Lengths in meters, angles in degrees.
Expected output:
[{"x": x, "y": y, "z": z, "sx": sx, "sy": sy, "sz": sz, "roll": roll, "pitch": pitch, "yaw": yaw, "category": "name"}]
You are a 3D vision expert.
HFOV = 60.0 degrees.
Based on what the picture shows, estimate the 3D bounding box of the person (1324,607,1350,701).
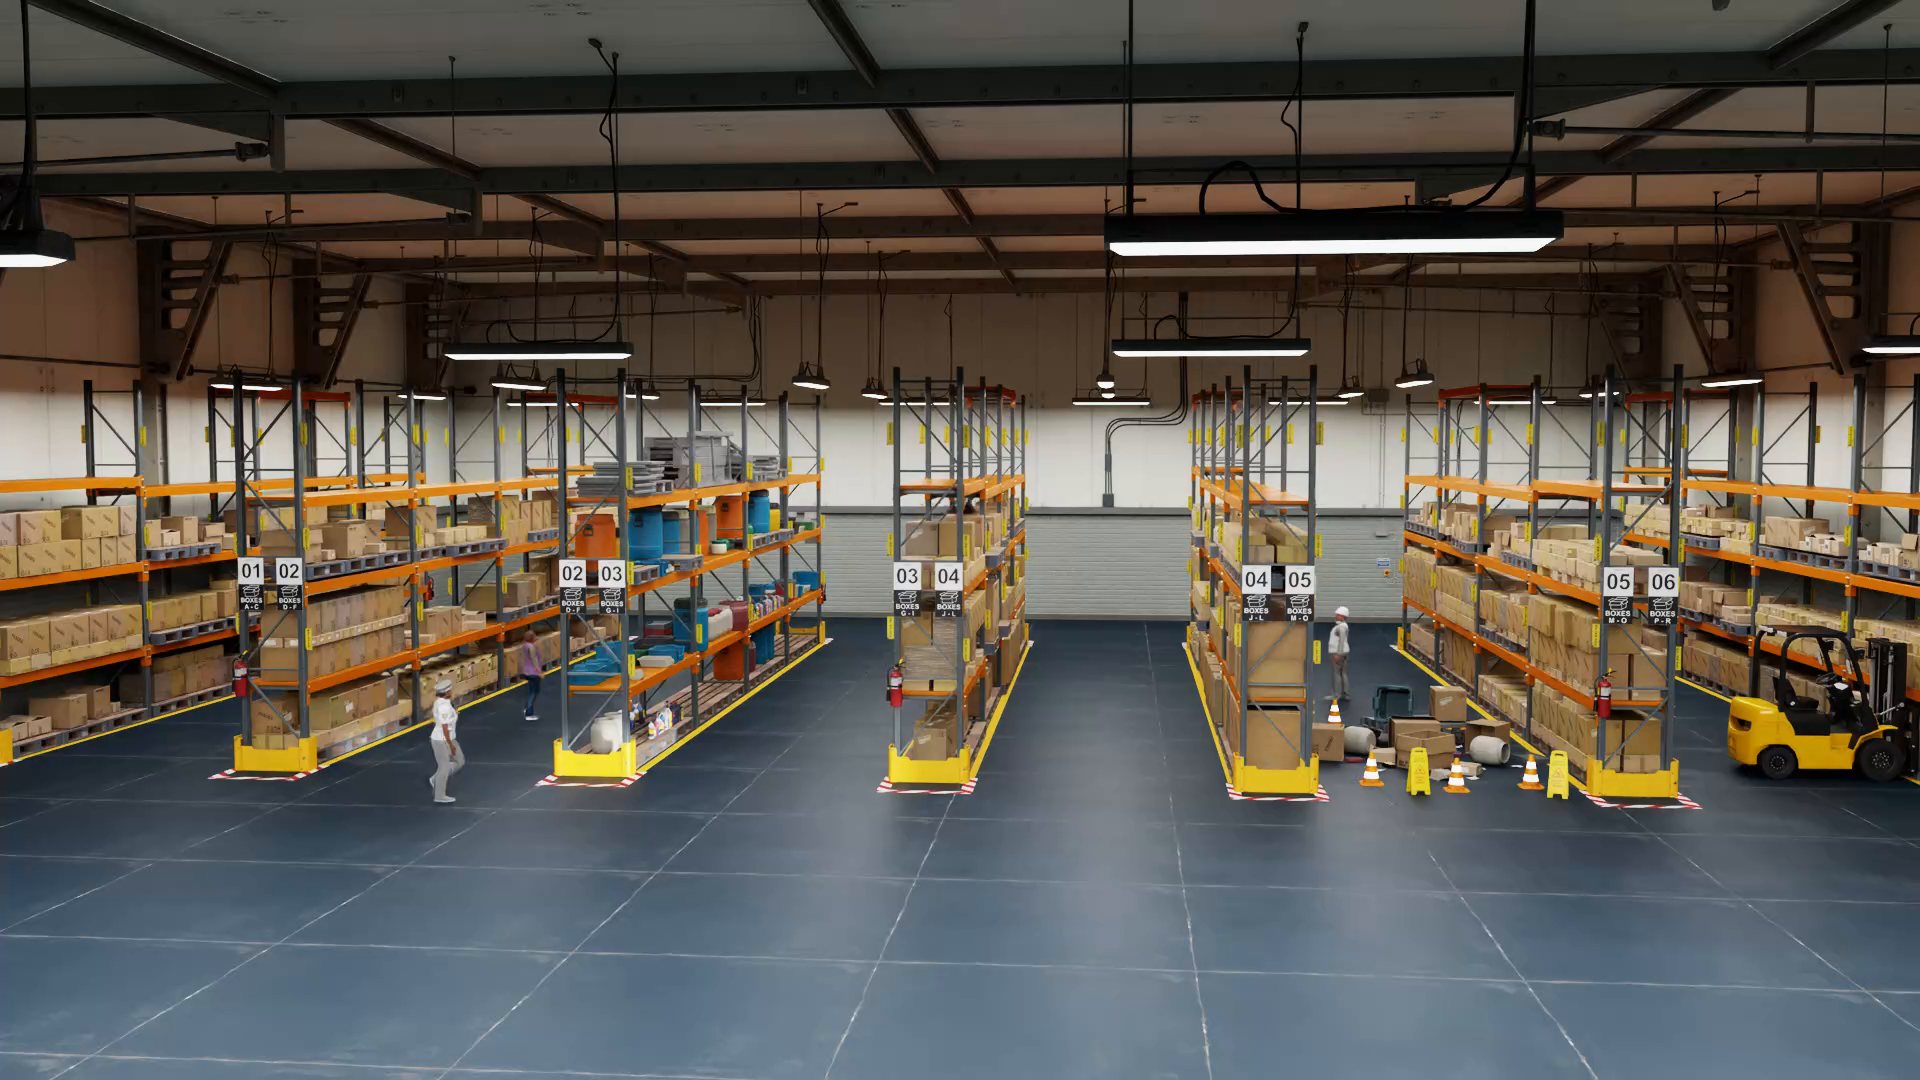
[{"x": 7.216, "y": 2.157, "z": 31.654, "sx": 0.432, "sy": 1.771, "sz": 0.573, "roll": 3, "pitch": 4, "yaw": 35, "category": "person"}]

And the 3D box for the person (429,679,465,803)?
[{"x": -7.058, "y": 2.735, "z": 22.675, "sx": 0.484, "sy": 1.674, "sz": 0.465, "roll": 0, "pitch": 4, "yaw": 2, "category": "person"}]

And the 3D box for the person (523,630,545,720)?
[{"x": -7.502, "y": 2.374, "z": 29.270, "sx": 0.451, "sy": 1.599, "sz": 0.420, "roll": 3, "pitch": 5, "yaw": 41, "category": "person"}]
